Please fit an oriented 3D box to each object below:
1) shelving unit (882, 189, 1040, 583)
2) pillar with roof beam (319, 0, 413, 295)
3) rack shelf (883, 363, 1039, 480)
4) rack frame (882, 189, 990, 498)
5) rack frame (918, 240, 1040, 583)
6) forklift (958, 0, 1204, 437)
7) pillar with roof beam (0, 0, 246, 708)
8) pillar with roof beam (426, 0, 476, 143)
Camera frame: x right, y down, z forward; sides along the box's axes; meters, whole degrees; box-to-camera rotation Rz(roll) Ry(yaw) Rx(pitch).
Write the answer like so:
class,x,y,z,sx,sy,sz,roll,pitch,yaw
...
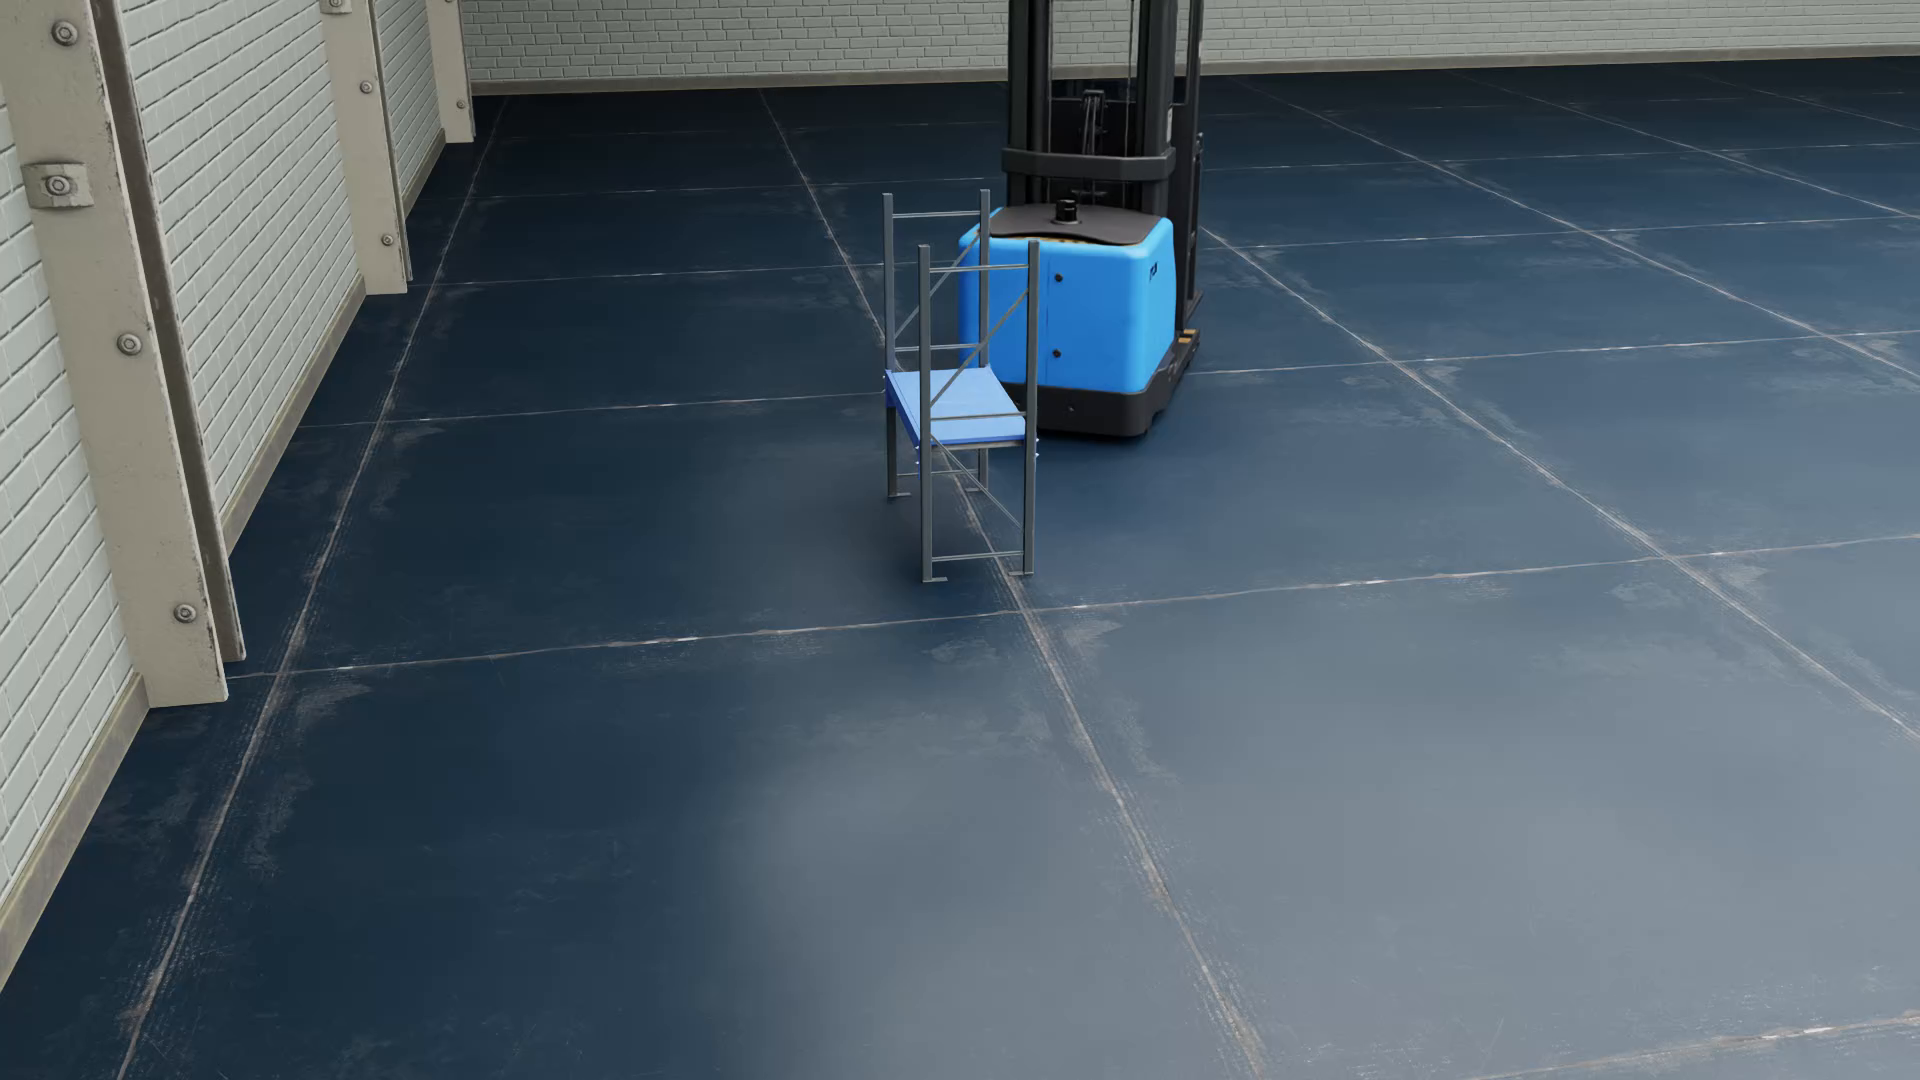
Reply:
class,x,y,z,sx,sy,sz,roll,pitch,yaw
shelving unit,-0.016,-0.721,7.527,0.538,1.500,1.048,-4,24,-10
pillar with roof beam,0.132,-6.254,10.826,9.100,9.000,0.400,-4,24,-10
rack shelf,-0.016,-0.556,7.599,0.538,0.185,1.000,-4,24,-10
rack frame,-0.110,-0.921,7.984,0.500,1.500,0.032,-4,24,-10
rack frame,0.078,-0.521,7.069,0.500,1.500,0.032,-4,24,-10
forklift,0.875,-2.456,9.710,1.130,2.935,3.031,7,24,15
pillar with roof beam,1.242,-3.894,5.423,9.100,9.000,0.400,-4,24,-10
pillar with roof beam,-0.977,-8.614,16.230,9.100,9.000,0.400,-4,24,-10
